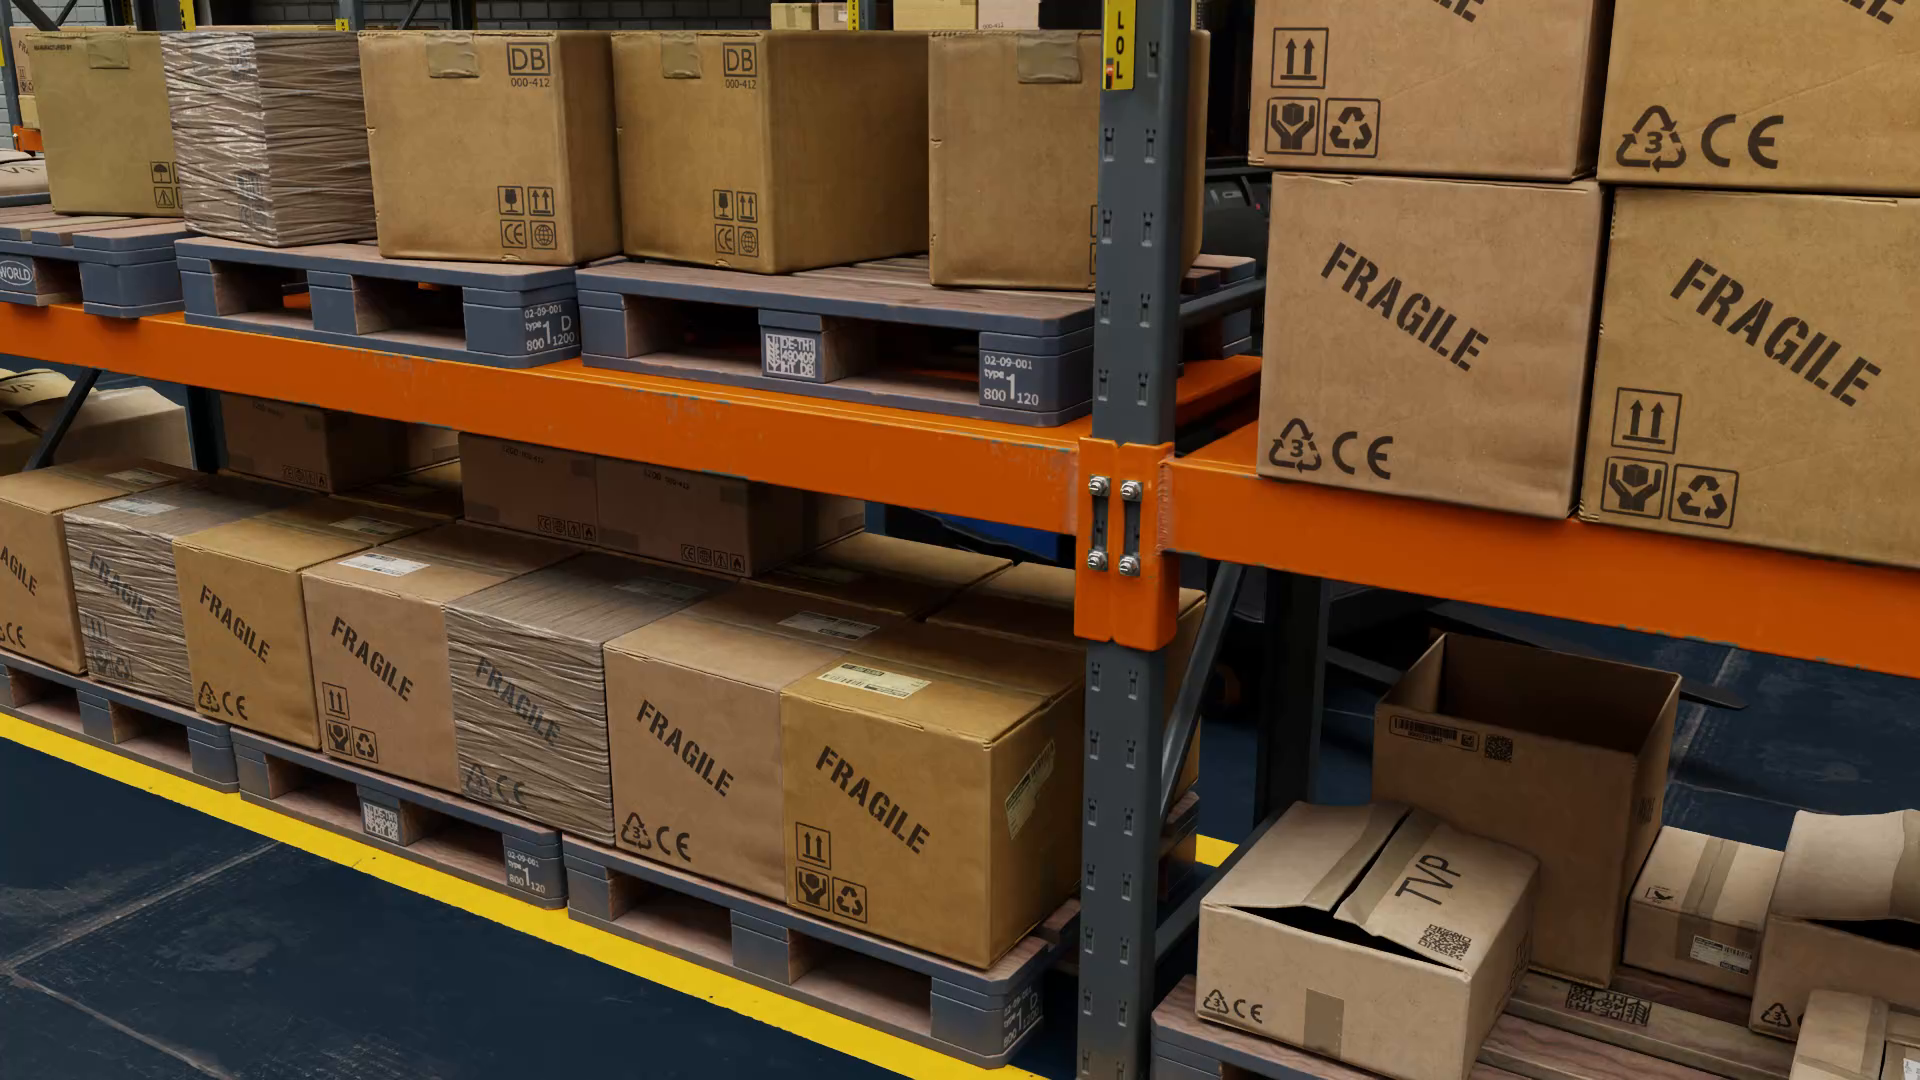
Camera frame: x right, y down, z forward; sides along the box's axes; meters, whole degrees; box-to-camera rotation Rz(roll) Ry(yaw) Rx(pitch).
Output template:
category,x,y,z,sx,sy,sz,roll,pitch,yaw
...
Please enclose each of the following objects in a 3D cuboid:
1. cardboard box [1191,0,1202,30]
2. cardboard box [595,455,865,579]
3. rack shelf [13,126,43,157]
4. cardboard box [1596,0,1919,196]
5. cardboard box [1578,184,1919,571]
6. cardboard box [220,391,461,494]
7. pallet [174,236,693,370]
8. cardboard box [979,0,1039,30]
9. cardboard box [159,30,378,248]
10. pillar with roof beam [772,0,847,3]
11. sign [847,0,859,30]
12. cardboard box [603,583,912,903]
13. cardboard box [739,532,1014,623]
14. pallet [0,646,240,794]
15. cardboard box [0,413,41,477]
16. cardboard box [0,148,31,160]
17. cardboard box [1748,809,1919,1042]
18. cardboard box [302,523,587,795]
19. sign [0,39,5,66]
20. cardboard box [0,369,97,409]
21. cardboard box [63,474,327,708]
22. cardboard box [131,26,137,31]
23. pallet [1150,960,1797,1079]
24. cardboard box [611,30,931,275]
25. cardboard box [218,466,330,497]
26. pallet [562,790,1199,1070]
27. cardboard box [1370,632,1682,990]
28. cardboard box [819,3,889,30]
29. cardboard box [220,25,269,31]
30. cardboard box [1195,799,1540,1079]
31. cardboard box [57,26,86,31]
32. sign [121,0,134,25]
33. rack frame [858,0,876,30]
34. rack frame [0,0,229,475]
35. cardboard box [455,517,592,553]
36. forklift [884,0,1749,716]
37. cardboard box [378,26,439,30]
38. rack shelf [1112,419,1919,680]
category,x,y,z,sx,sy,sz,roll,pitch,yaw
cardboard box,1.298,-2.491,7.911,0.500,0.250,0.500,10,19,29
cardboard box,-0.596,-0.121,4.373,0.500,0.250,0.500,10,20,30
rack shelf,-5.391,-2.866,12.394,4.000,0.370,1.077,10,20,30
cardboard box,1.235,-0.768,2.358,0.500,0.500,0.500,9,19,28
cardboard box,1.271,-0.288,2.495,0.500,0.500,0.500,11,20,31
cardboard box,-1.898,-0.352,5.133,0.500,0.250,0.500,11,20,32
pallet,-1.208,-0.684,4.302,1.213,0.211,1.003,10,20,30
cardboard box,0.432,-2.642,8.409,0.500,0.250,0.500,10,19,29
cardboard box,-1.593,-1.065,4.331,0.500,0.500,0.700,15,22,40
pillar with roof beam,-3.186,-4.514,6.259,0.400,9.000,9.100,10,20,30
sign,-0.554,-2.678,8.681,0.005,0.325,0.100,10,20,30
cardboard box,-0.446,0.442,3.808,0.500,0.500,0.500,10,20,30
cardboard box,-0.204,0.311,4.239,0.500,0.500,0.500,10,20,31
pallet,-2.251,0.387,5.244,1.213,0.211,1.003,10,20,30
cardboard box,-3.443,-0.243,5.562,0.500,0.311,0.500,11,20,31
cardboard box,-3.528,-1.212,5.863,0.500,0.311,0.500,10,19,29
cardboard box,1.814,0.745,3.138,0.500,0.311,0.500,10,20,30
cardboard box,-1.308,0.289,4.312,0.500,0.500,0.500,9,19,28
sign,-7.379,-3.794,12.722,0.005,0.325,0.100,10,20,30
cardboard box,-3.612,-0.454,6.259,0.500,0.311,0.500,10,19,29
cardboard box,-2.180,0.133,4.825,0.500,0.500,0.500,9,19,28
cardboard box,-5.547,-3.431,11.948,0.500,0.500,0.500,11,20,32
pallet,1.126,0.977,3.302,1.213,0.211,1.003,10,20,30
cardboard box,-0.365,-0.927,3.878,0.500,0.500,0.700,14,22,39
cardboard box,-1.948,-0.001,5.266,0.500,0.500,0.500,11,20,32
pallet,-0.172,0.758,4.023,1.213,0.211,1.003,10,20,30
cardboard box,1.175,0.540,3.486,0.500,0.500,0.500,10,20,30
cardboard box,-0.588,-2.912,9.260,0.250,0.149,0.380,7,18,23
cardboard box,-4.680,-3.273,11.427,0.500,0.500,0.500,10,20,30
cardboard box,0.785,0.732,3.181,0.500,0.311,0.500,10,20,30
cardboard box,-6.430,-3.587,12.461,0.500,0.500,0.500,10,20,30
sign,-6.788,-4.354,13.519,0.005,0.325,0.100,10,20,30
rack frame,-0.278,-2.298,9.285,0.127,3.000,1.000,10,20,30
rack frame,-2.868,-1.070,5.244,0.127,3.000,1.000,10,20,30
cardboard box,-1.057,0.156,4.749,0.500,0.500,0.500,9,19,28
forklift,1.006,-1.023,5.207,1.130,2.935,3.031,-13,21,-36
cardboard box,-3.978,-3.326,11.603,0.500,0.500,0.500,10,19,29
rack shelf,2.245,0.187,2.344,4.000,0.370,1.077,10,20,30
